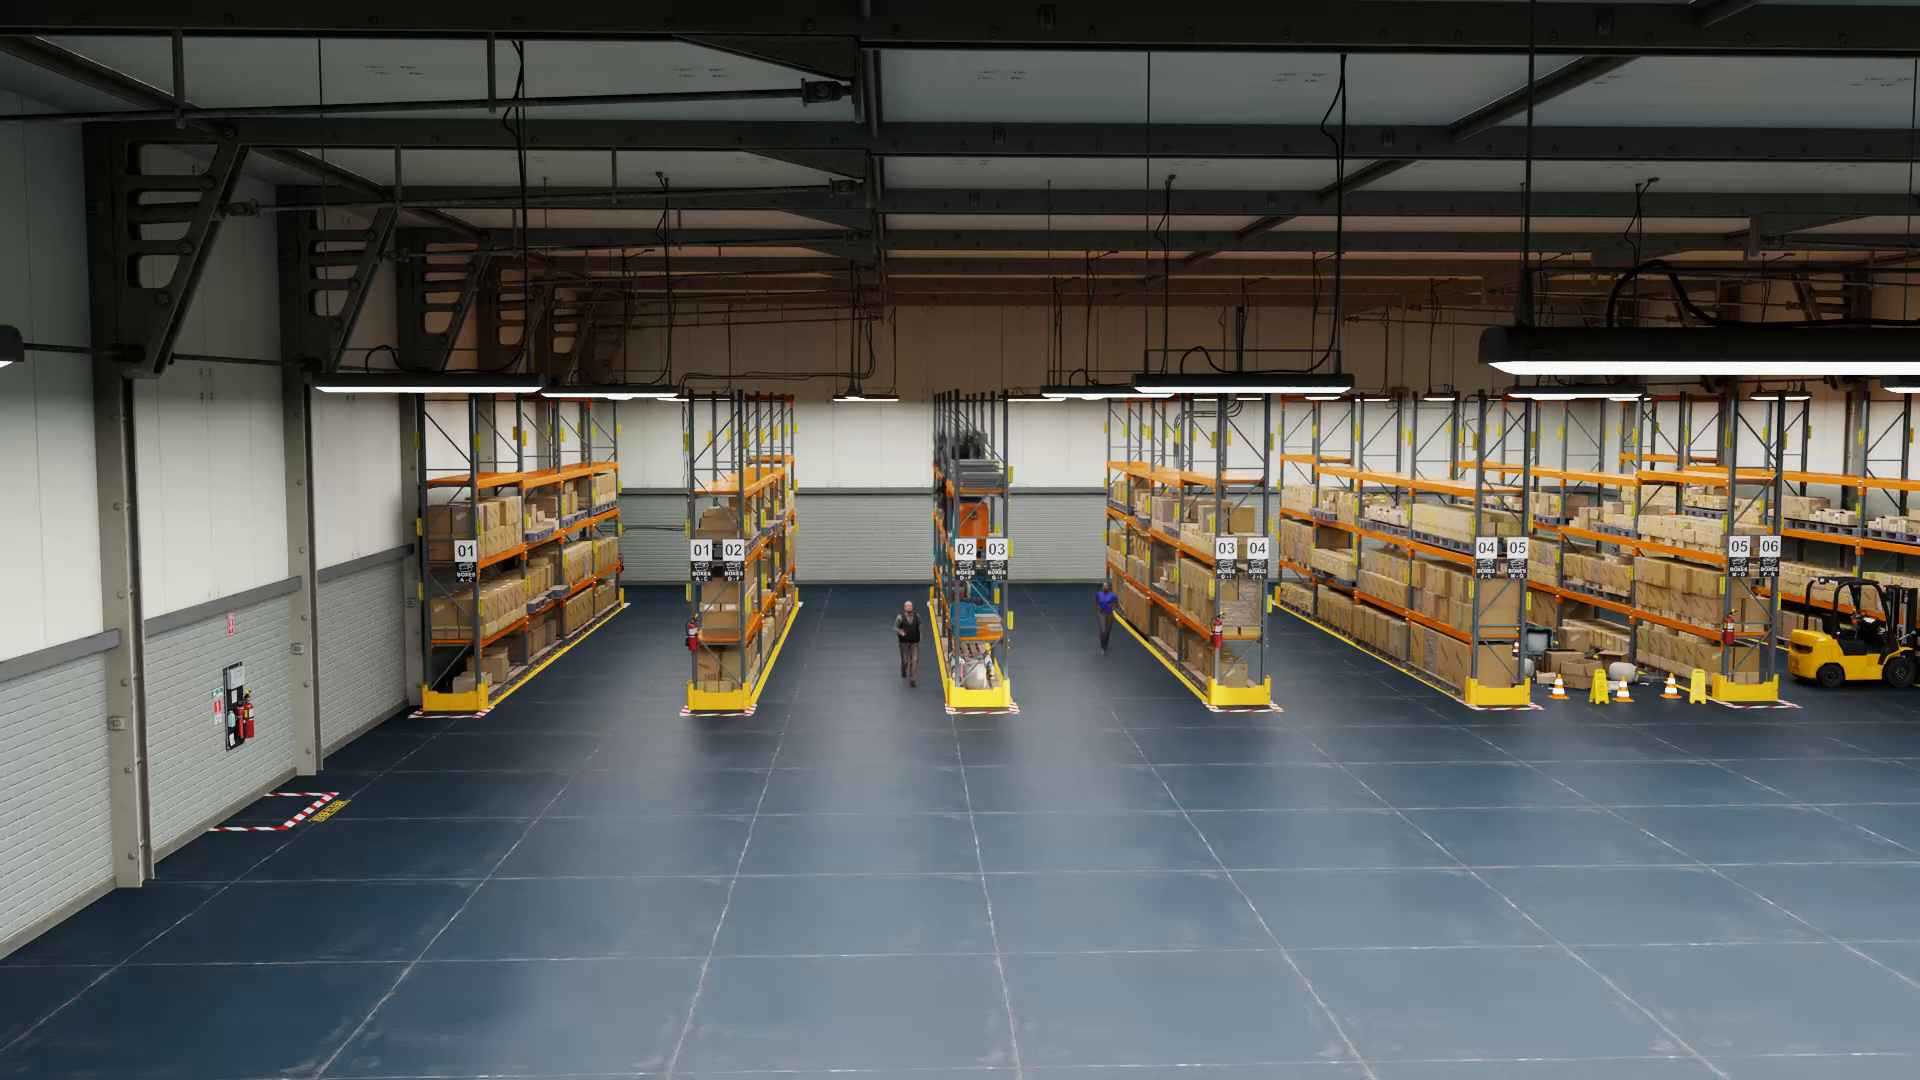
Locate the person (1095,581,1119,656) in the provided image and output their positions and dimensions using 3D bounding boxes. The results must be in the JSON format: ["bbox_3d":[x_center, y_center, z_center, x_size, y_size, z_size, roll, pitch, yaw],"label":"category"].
[{"bbox_3d":[3.373,1.809,38.172,0.553,1.685,0.799,0,5,2],"label":"person"}]

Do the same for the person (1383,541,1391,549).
[{"bbox_3d":[12.730,0.837,49.309,0.803,1.719,0.657,1,5,10],"label":"person"}]

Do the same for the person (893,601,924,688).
[{"bbox_3d":[-1.035,2.104,33.844,0.663,1.718,0.931,-1,5,-10],"label":"person"}]
